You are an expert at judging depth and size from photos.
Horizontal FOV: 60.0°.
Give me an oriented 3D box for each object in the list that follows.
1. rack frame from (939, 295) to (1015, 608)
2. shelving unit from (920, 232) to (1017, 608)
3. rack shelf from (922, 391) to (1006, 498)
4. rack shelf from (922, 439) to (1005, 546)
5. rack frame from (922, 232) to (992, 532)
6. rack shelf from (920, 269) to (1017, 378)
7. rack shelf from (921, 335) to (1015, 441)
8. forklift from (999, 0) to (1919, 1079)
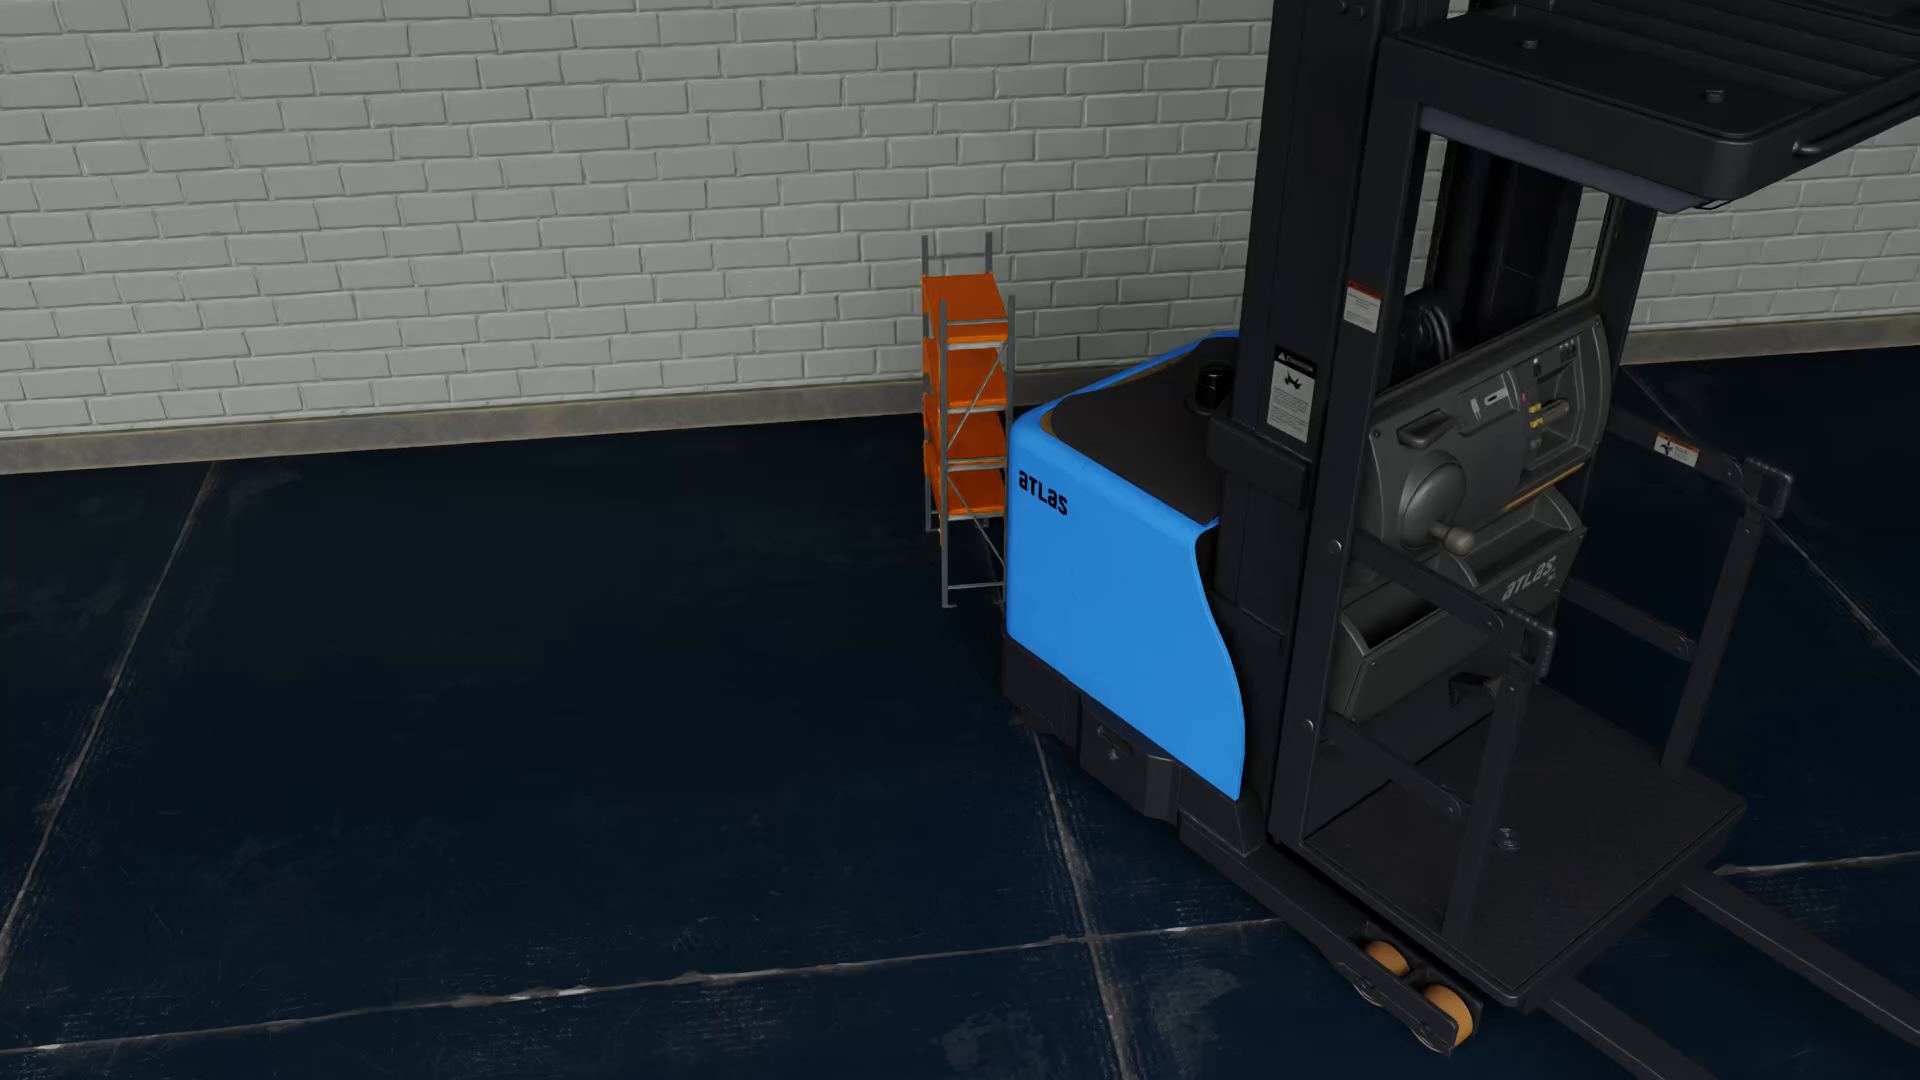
[{"bbox_3d":[0.055,-0.267,5.577,0.240,1.200,0.015,-4,35,-6],"label":"rack frame"},{"bbox_3d":[0.022,-0.403,5.777,0.258,1.200,0.503,-4,35,-6],"label":"shelving unit"},{"bbox_3d":[0.022,-0.348,5.814,0.258,0.148,0.480,-4,35,-6],"label":"rack shelf"},{"bbox_3d":[0.022,-0.184,5.926,0.258,0.148,0.480,-4,35,-6],"label":"rack shelf"},{"bbox_3d":[-0.011,-0.540,5.976,0.240,1.200,0.015,-4,35,-6],"label":"rack frame"},{"bbox_3d":[0.022,-0.728,5.555,0.258,0.148,0.480,-4,35,-6],"label":"rack shelf"},{"bbox_3d":[0.022,-0.533,5.688,0.258,0.148,0.480,-4,35,-6],"label":"rack shelf"},{"bbox_3d":[1.449,-0.211,3.956,1.130,2.935,3.031,-25,41,-31],"label":"forklift"}]
